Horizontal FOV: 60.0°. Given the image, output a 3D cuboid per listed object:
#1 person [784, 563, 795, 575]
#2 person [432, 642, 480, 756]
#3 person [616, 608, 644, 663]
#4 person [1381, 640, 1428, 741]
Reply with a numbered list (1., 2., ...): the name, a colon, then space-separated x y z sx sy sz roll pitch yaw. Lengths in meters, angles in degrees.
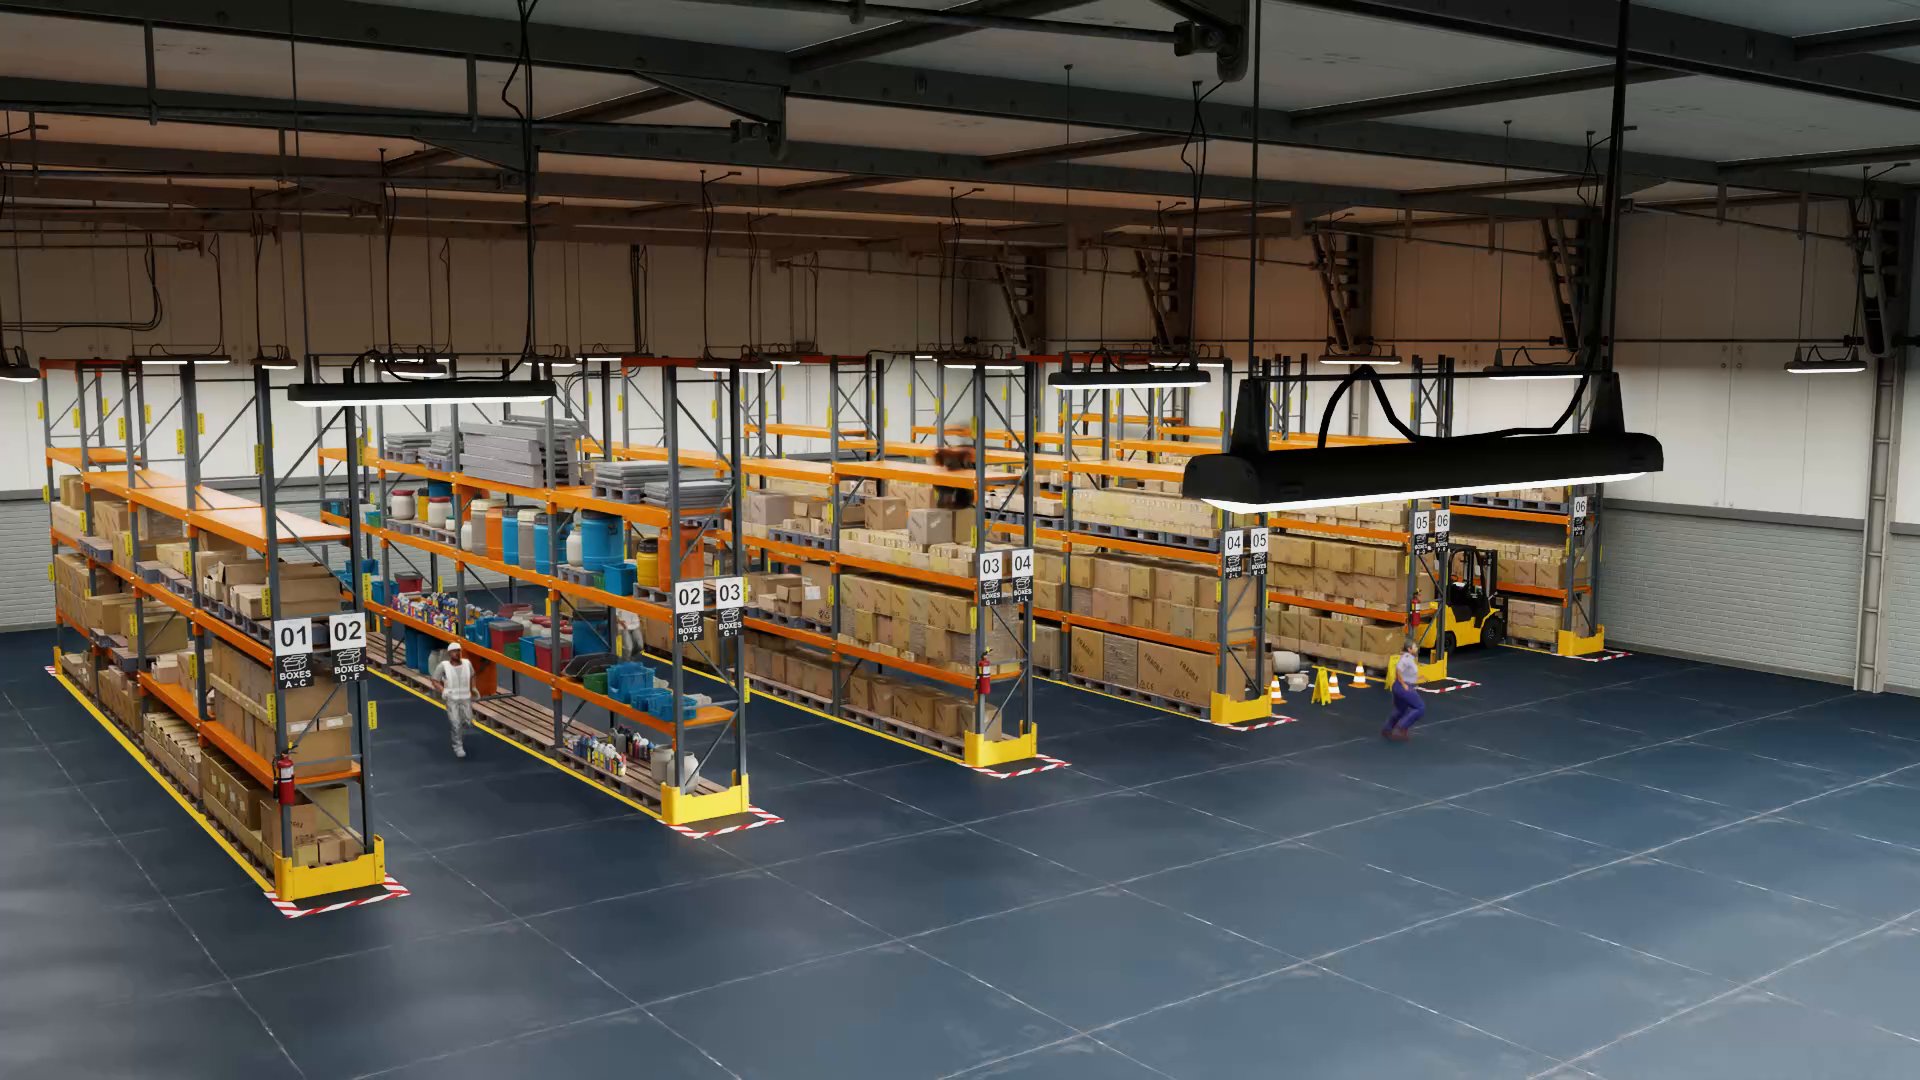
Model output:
1. person: -4.373 0.451 42.207 0.520 1.626 0.556 -5 8 -35
2. person: -7.722 2.423 25.477 0.685 1.739 0.605 -5 8 -35
3. person: -6.280 1.673 31.652 0.674 1.721 0.569 -5 8 -35
4. person: 7.074 2.379 26.359 0.688 1.605 0.565 1 7 6
